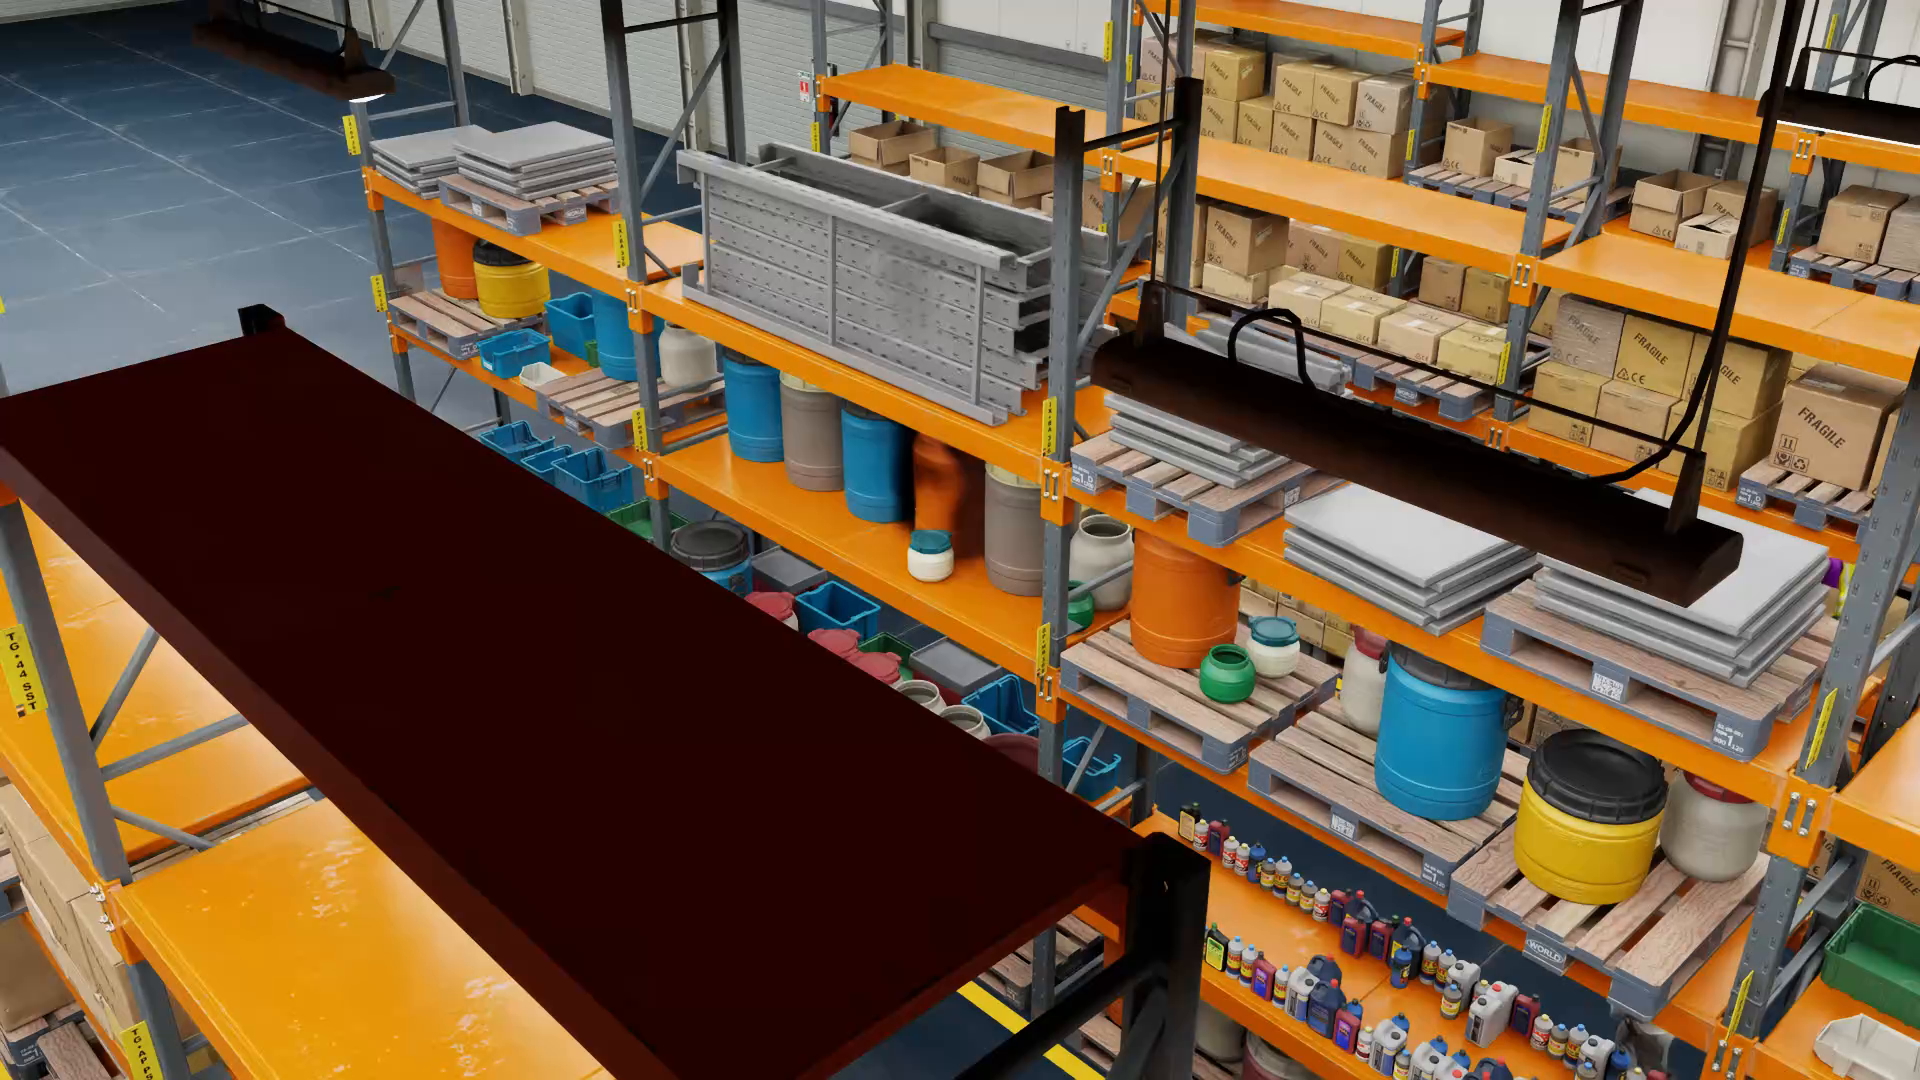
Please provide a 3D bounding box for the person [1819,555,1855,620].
[{"bbox_3d":[7.317,0.533,14.102,0.711,1.680,0.699,14,31,25],"label":"person"}]

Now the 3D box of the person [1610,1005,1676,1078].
[{"bbox_3d":[4.149,2.942,9.829,0.611,1.572,0.984,-16,32,-27],"label":"person"}]
